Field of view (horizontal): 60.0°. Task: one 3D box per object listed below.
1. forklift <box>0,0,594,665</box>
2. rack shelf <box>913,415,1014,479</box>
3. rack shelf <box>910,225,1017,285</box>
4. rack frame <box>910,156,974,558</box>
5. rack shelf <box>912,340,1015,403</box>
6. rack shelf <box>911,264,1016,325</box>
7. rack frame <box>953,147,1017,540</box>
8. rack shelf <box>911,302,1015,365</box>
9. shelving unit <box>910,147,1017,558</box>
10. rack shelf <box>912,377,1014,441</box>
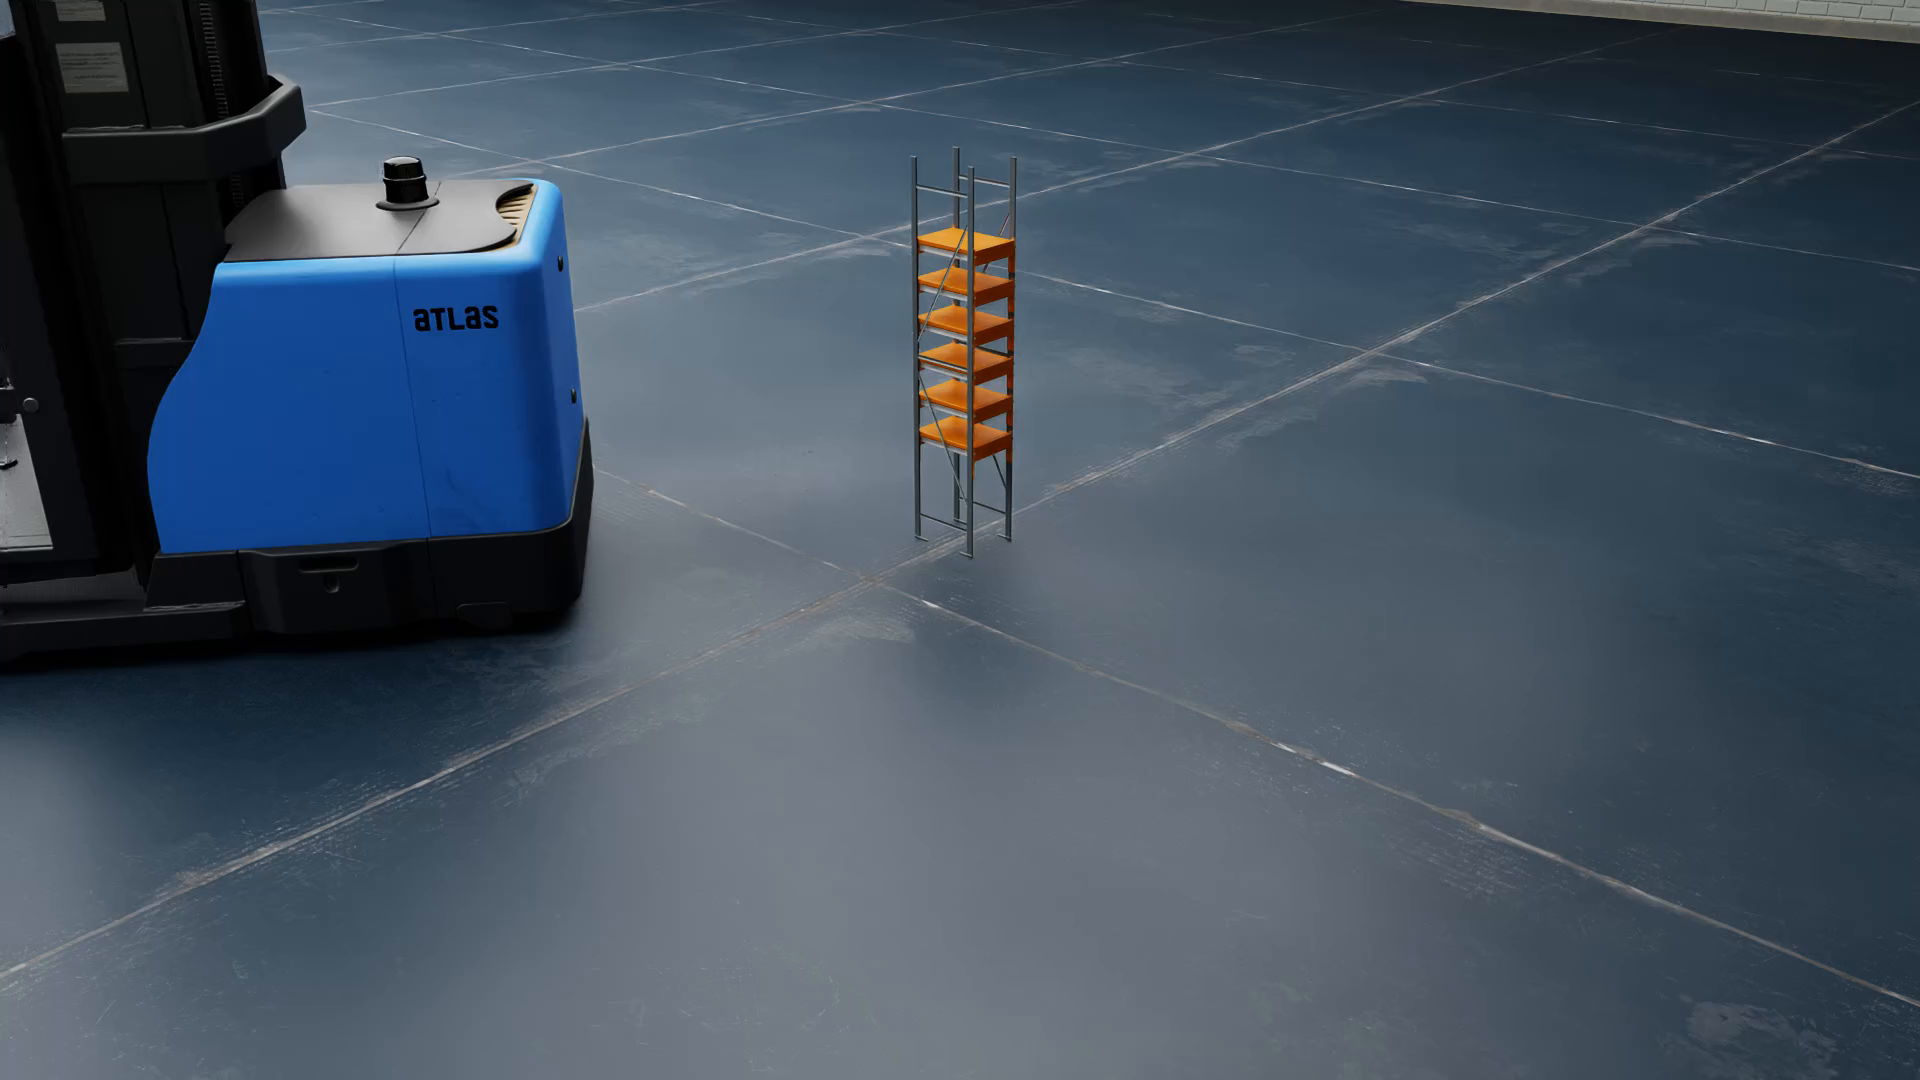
[{"bbox_3d":[-2.641,-1.194,4.330,3.031,2.935,1.130,-4,24,-8],"label":"forklift"},{"bbox_3d":[0.010,-0.292,5.131,0.258,0.103,0.180,20,31,38],"label":"rack shelf"},{"bbox_3d":[0.010,-0.840,4.885,0.258,0.103,0.180,20,31,38],"label":"rack shelf"},{"bbox_3d":[-0.051,-0.524,4.952,0.240,1.200,0.006,20,31,38],"label":"rack frame"},{"bbox_3d":[0.010,-0.511,5.033,0.258,0.103,0.180,20,31,38],"label":"rack shelf"},{"bbox_3d":[0.010,-0.730,4.934,0.258,0.103,0.180,20,31,38],"label":"rack shelf"},{"bbox_3d":[0.071,-0.580,5.077,0.240,1.200,0.006,20,31,38],"label":"rack frame"},{"bbox_3d":[0.010,-0.621,4.983,0.258,0.103,0.180,20,31,38],"label":"rack shelf"},{"bbox_3d":[0.010,-0.552,5.014,0.258,1.200,0.189,20,31,38],"label":"shelving unit"},{"bbox_3d":[0.010,-0.402,5.082,0.258,0.103,0.180,20,31,38],"label":"rack shelf"}]
